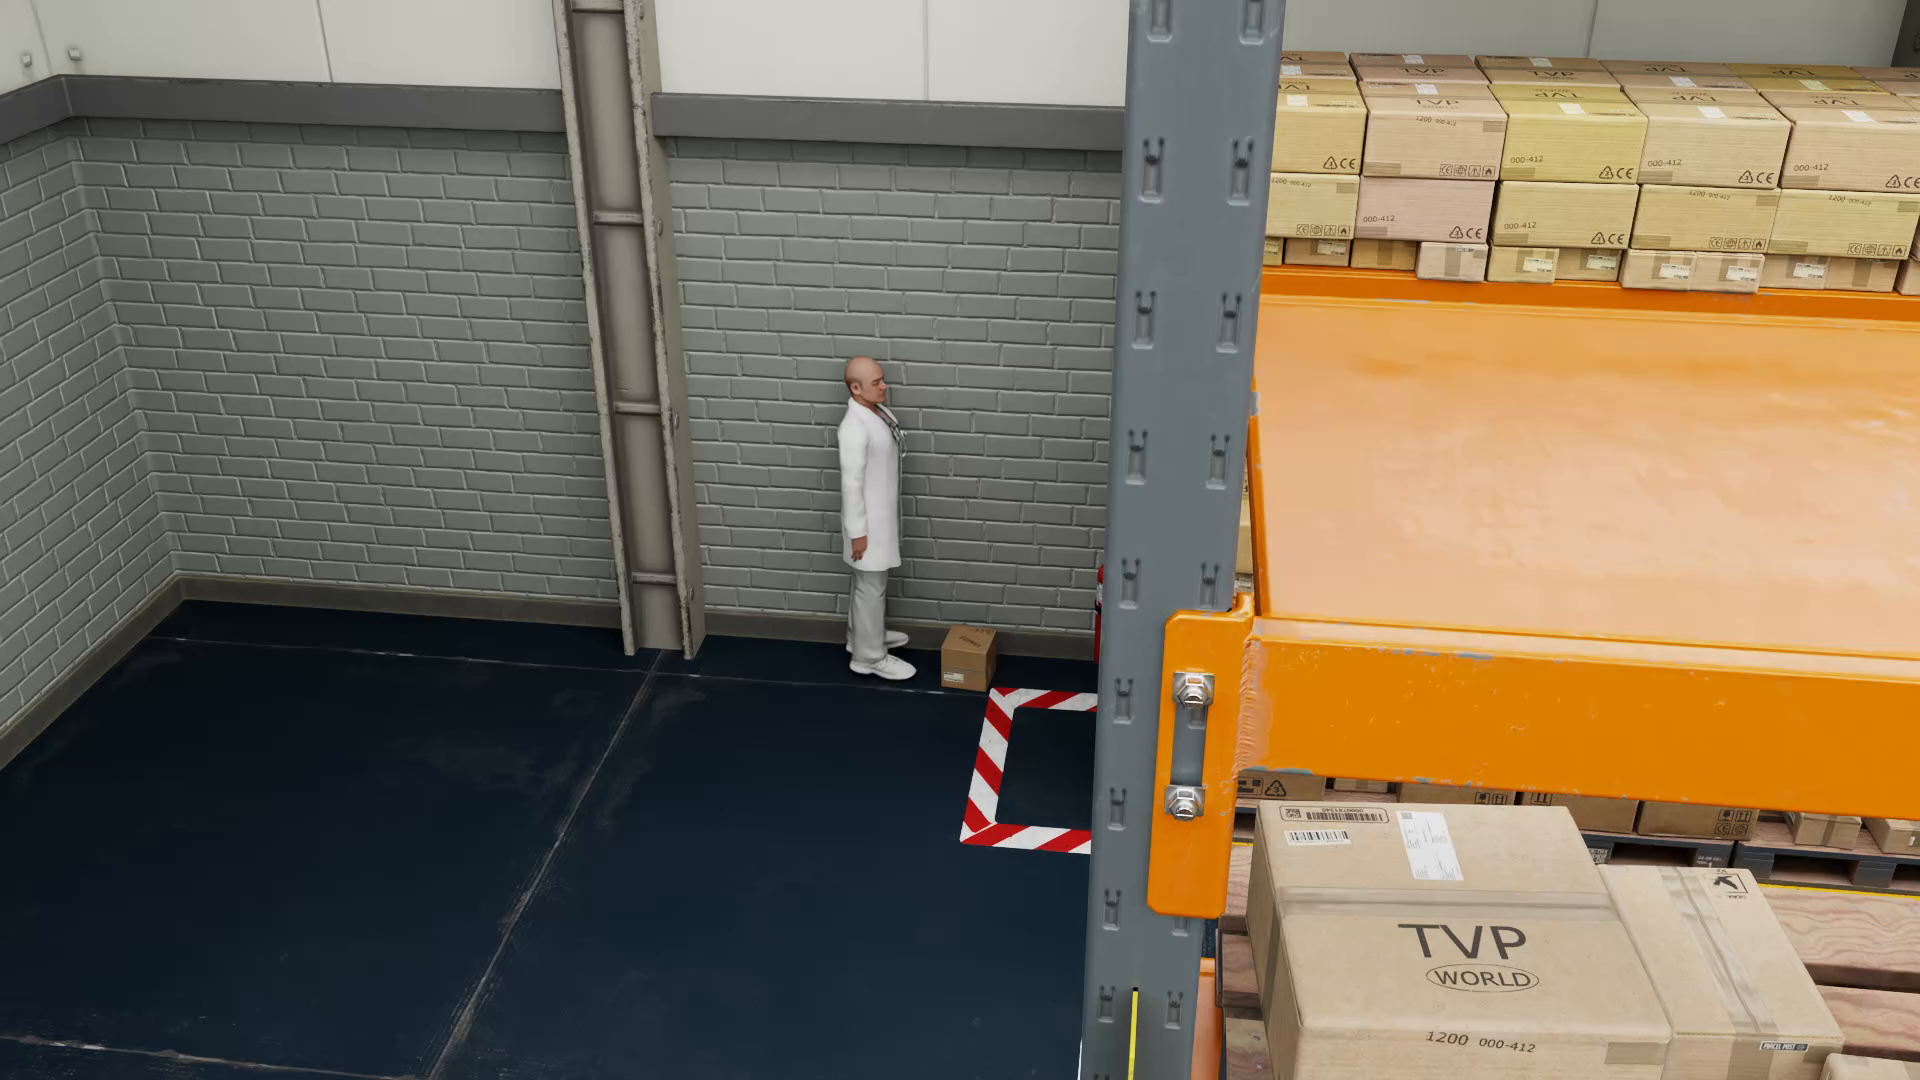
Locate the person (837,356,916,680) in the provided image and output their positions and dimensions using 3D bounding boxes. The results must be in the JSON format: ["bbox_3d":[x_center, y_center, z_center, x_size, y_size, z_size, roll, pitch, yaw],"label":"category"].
[{"bbox_3d":[-0.432,-0.133,8.841,0.433,1.786,0.625,3,28,6],"label":"person"}]
